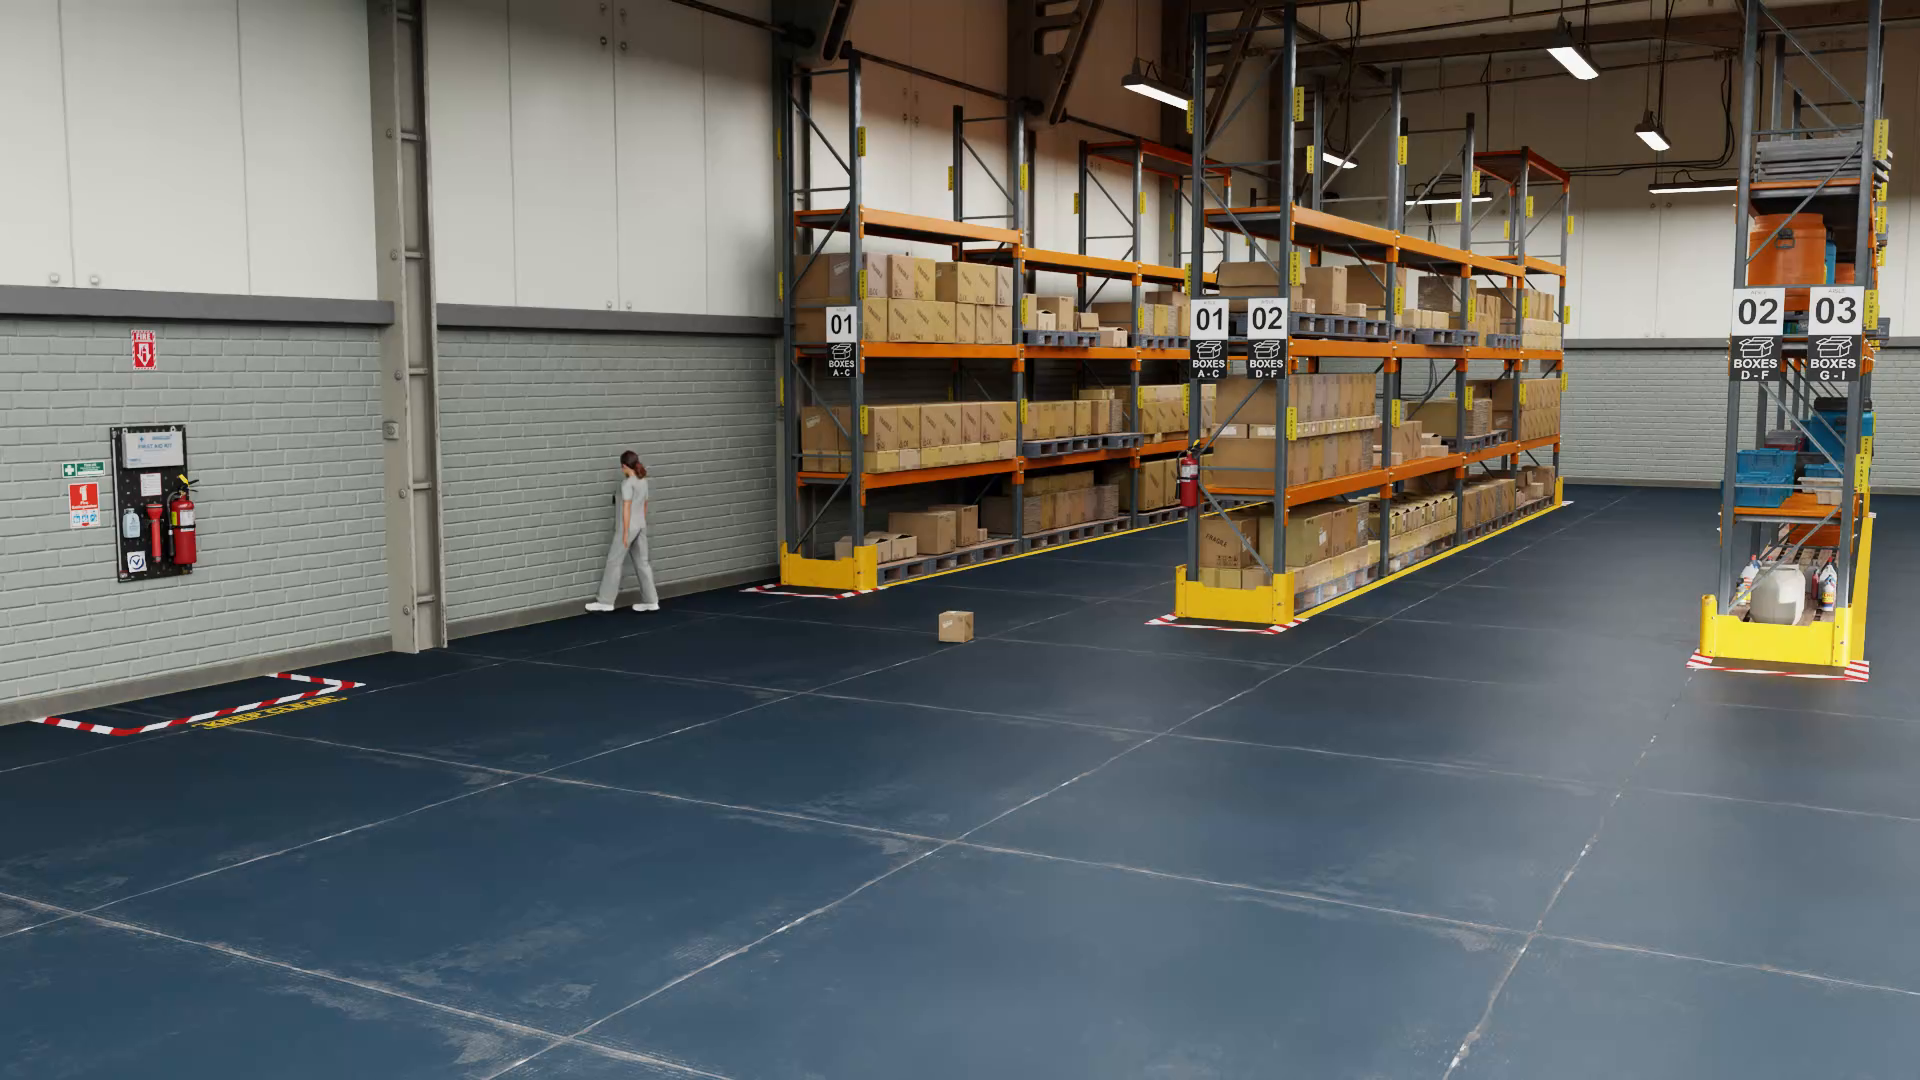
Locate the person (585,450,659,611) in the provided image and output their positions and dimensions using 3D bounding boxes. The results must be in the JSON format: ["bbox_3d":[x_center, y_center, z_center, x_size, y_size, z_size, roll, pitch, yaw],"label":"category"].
[{"bbox_3d":[-3.461,-0.094,17.097,0.726,1.659,0.476,2,6,21],"label":"person"}]
